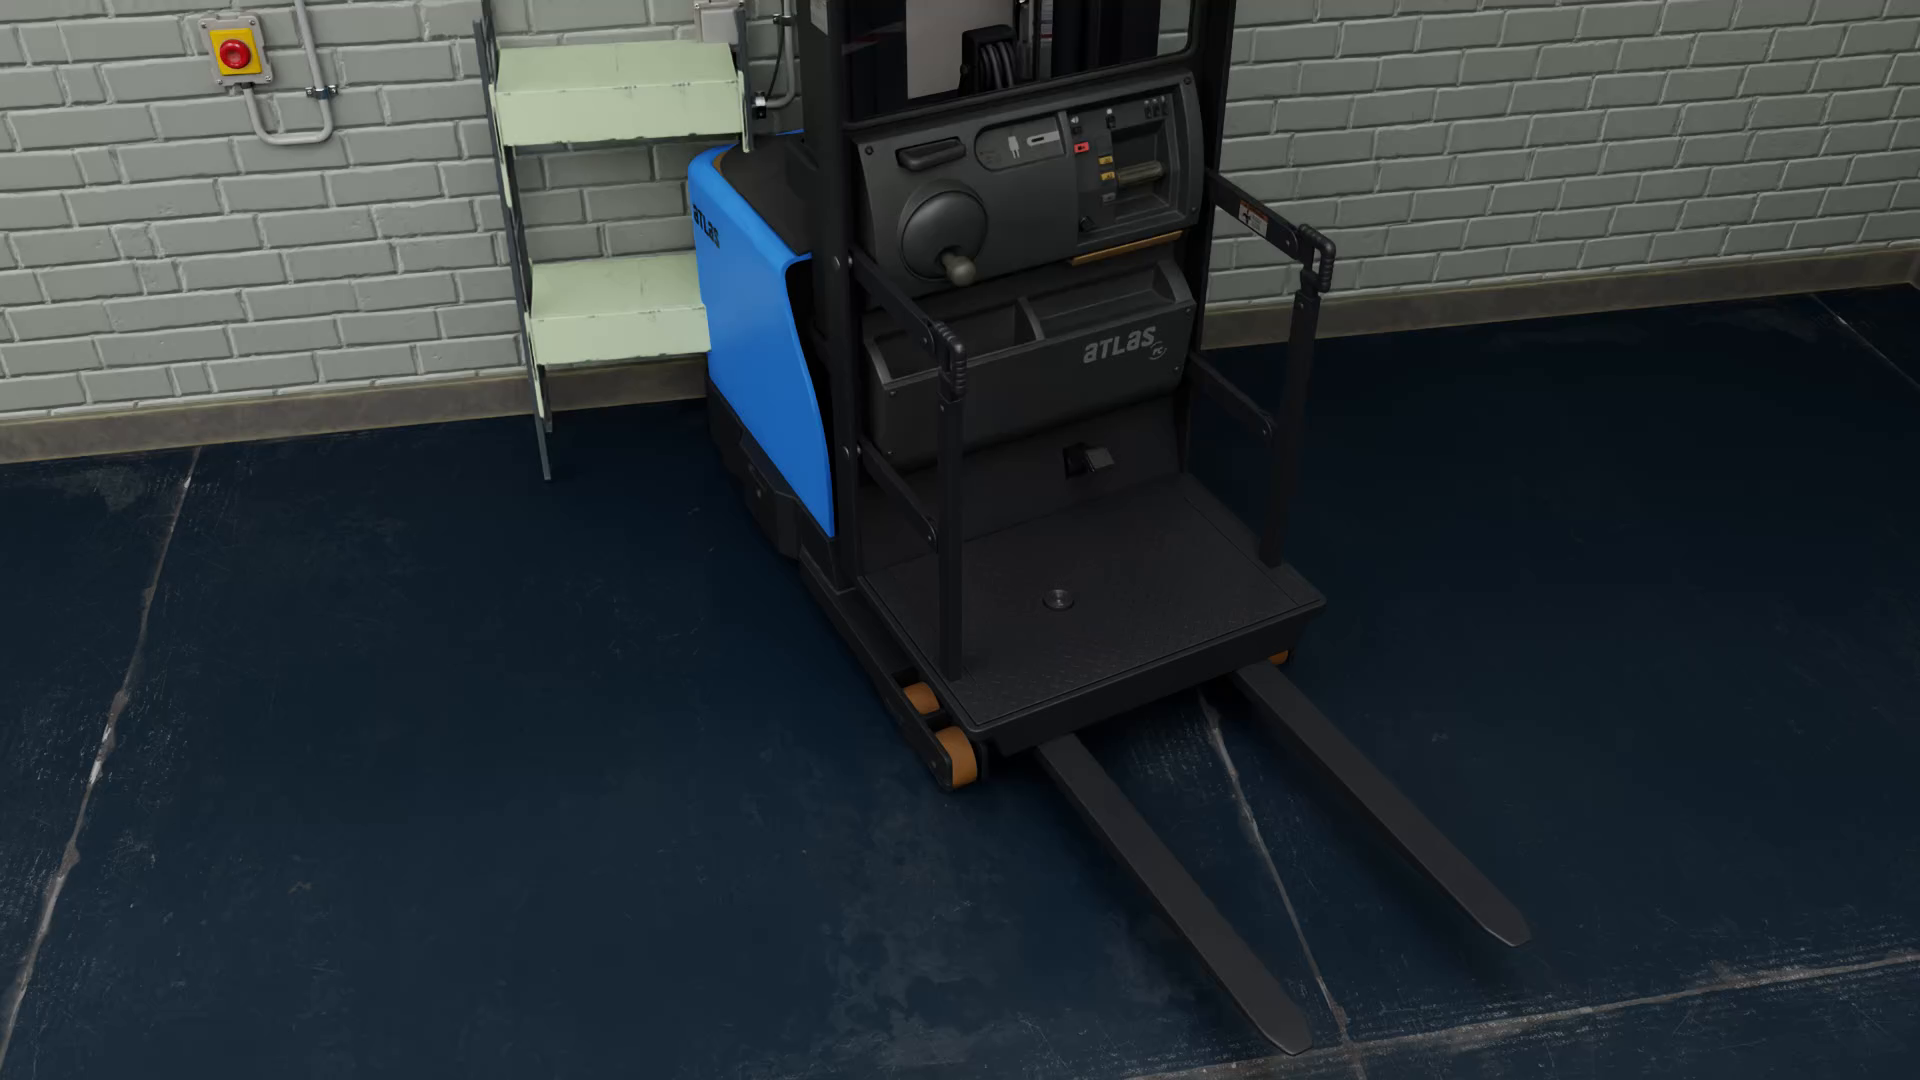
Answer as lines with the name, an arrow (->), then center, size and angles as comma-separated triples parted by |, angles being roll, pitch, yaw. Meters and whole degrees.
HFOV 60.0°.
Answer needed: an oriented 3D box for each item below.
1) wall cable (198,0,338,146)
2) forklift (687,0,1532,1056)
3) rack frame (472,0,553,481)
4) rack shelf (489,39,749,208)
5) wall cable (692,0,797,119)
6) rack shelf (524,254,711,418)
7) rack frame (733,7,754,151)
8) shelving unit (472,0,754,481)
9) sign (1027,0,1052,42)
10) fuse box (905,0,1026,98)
wall cable -> -2.166, -1.946, 4.457 | 0.585, 1.953, 0.123 | -6, 38, -8
forklift -> 0.291, -0.815, 3.910 | 1.130, 2.935, 3.031 | -18, 41, -21
rack frame -> -1.385, -0.926, 5.199 | 0.023, 1.500, 0.400 | -6, 35, -9
rack shelf -> -1.022, -1.285, 5.038 | 0.720, 0.370, 0.431 | -6, 35, -9
wall cable -> -0.771, -2.094, 4.672 | 0.588, 1.984, 0.122 | -6, 38, -8
rack shelf -> -1.028, -0.693, 5.441 | 0.720, 0.370, 0.431 | -6, 35, -9
rack frame -> -0.666, -0.999, 5.316 | 0.023, 1.500, 0.400 | -6, 35, -9
shelving unit -> -1.025, -0.962, 5.258 | 0.755, 1.500, 0.431 | -6, 35, -9
sign -> 0.378, -1.811, 5.214 | 0.329, 0.494, 0.001 | -6, 38, -8
fuse box -> -0.072, -1.162, 5.351 | 0.539, 1.711, 0.414 | -6, 38, -8
